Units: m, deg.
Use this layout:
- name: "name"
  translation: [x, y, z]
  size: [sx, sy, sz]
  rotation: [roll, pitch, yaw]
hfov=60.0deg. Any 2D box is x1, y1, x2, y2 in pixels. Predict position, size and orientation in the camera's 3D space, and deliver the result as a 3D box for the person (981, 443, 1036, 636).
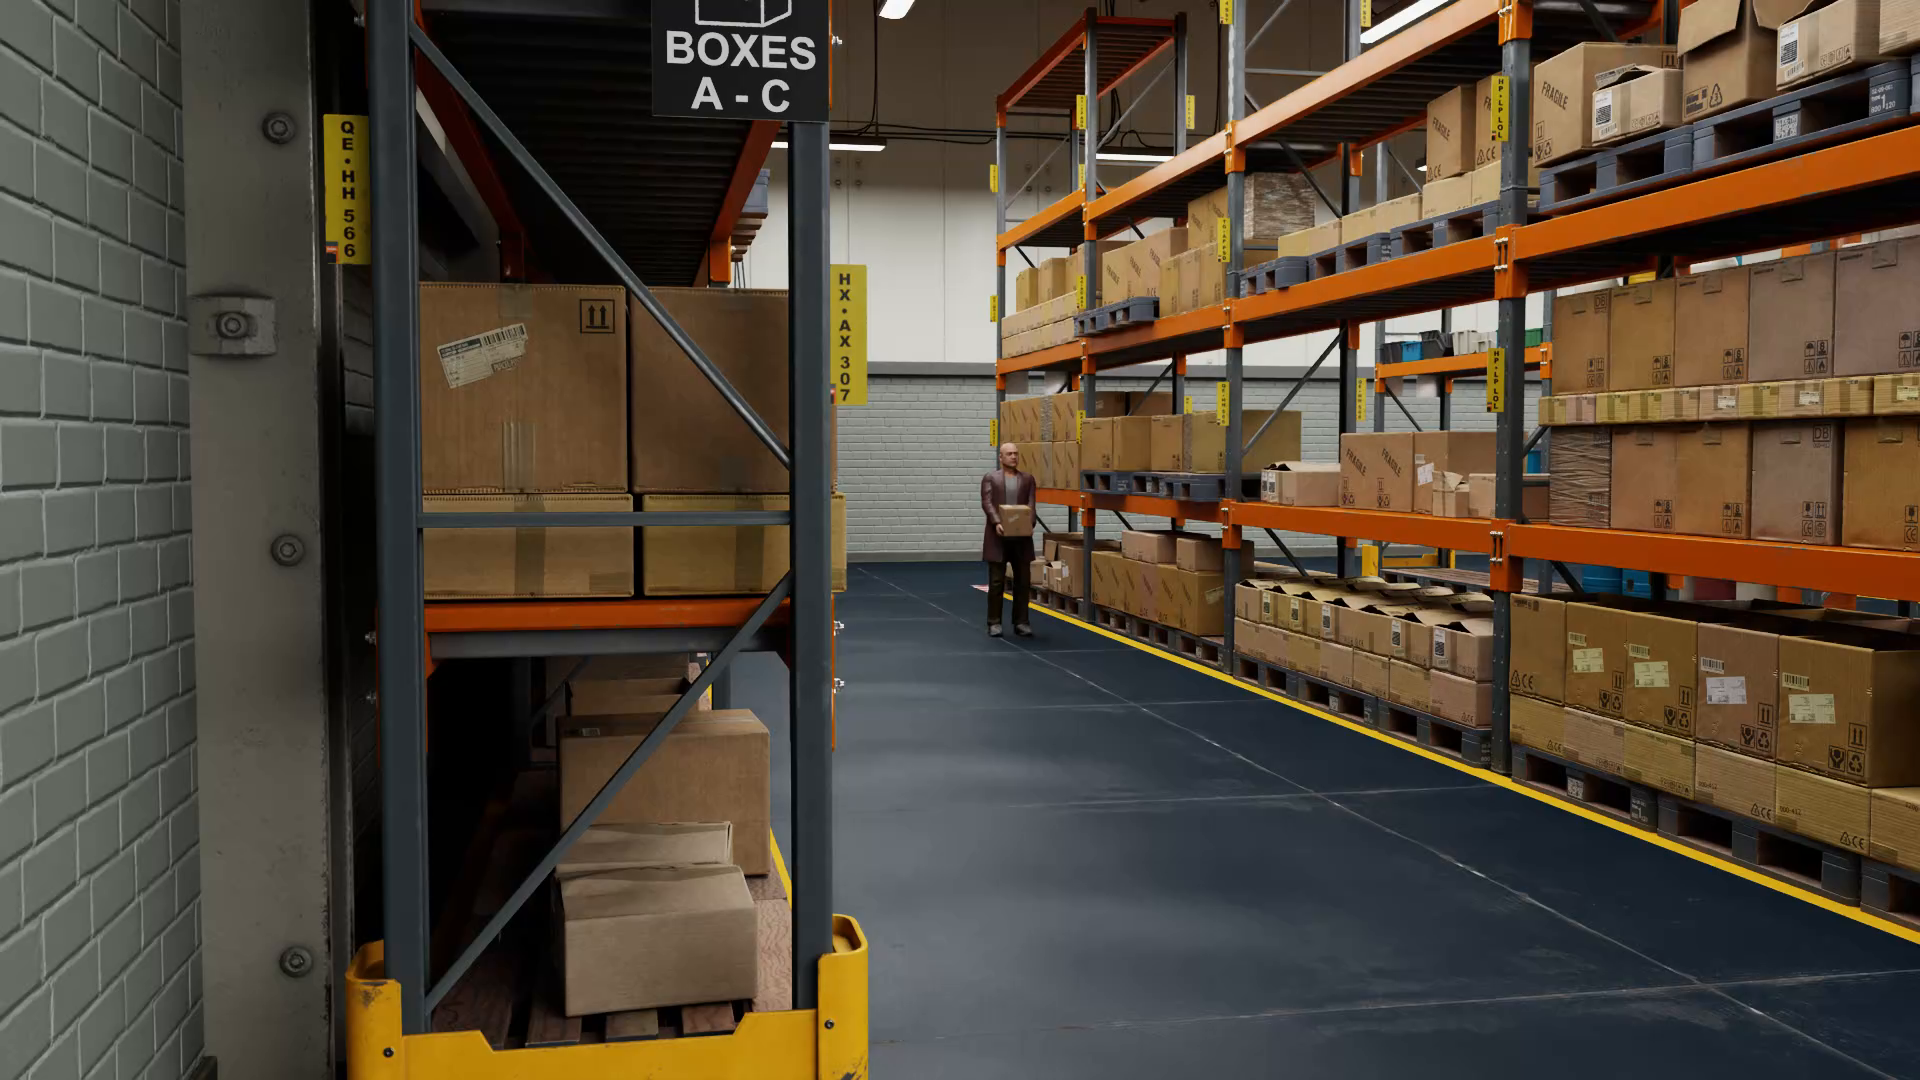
- name: "person"
  translation: [0.472, -0.005, 15.256]
  size: [0.529, 1.772, 0.561]
  rotation: [-1, 3, -10]
